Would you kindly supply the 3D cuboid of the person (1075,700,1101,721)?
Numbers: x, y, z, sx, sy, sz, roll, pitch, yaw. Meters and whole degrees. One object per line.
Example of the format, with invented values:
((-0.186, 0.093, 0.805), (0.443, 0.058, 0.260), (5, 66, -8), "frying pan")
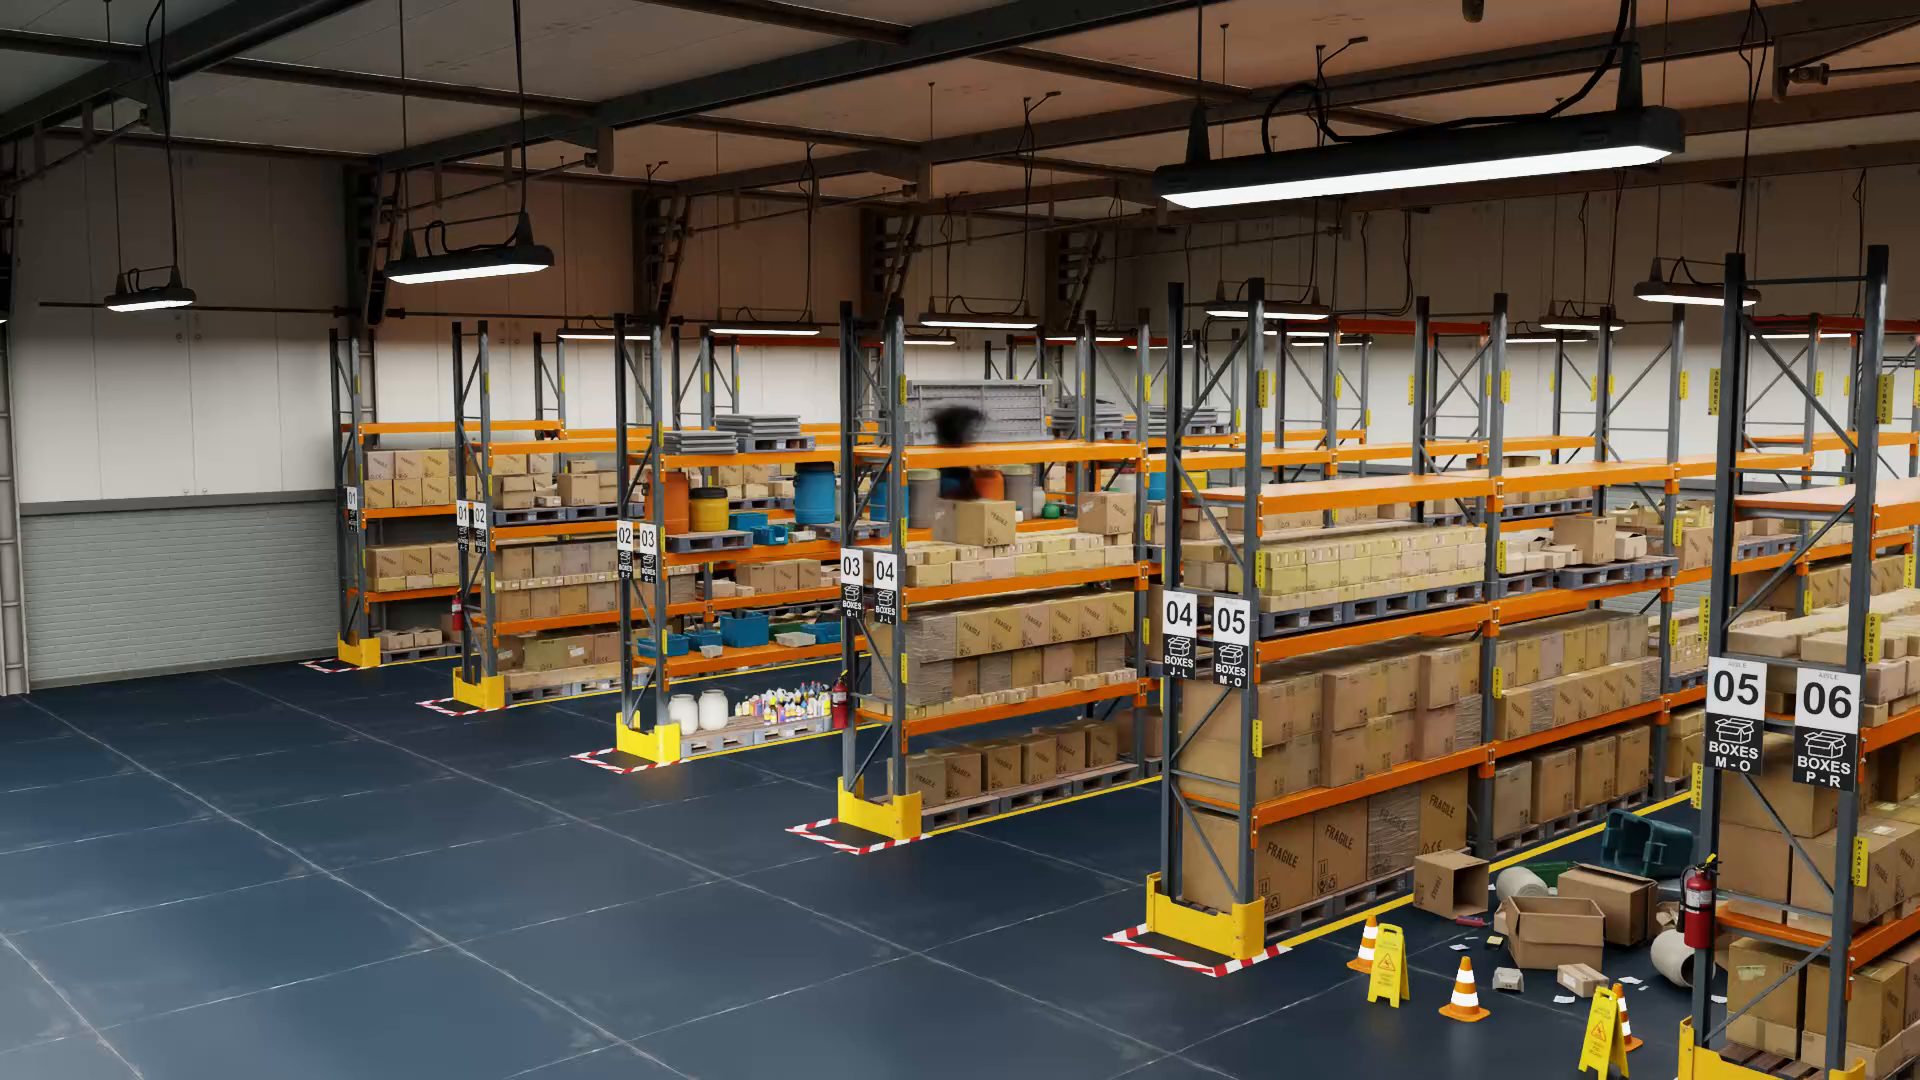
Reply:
((1.977, 1.951, 25.046), (0.551, 1.552, 0.863), (3, 6, 25), "person")
